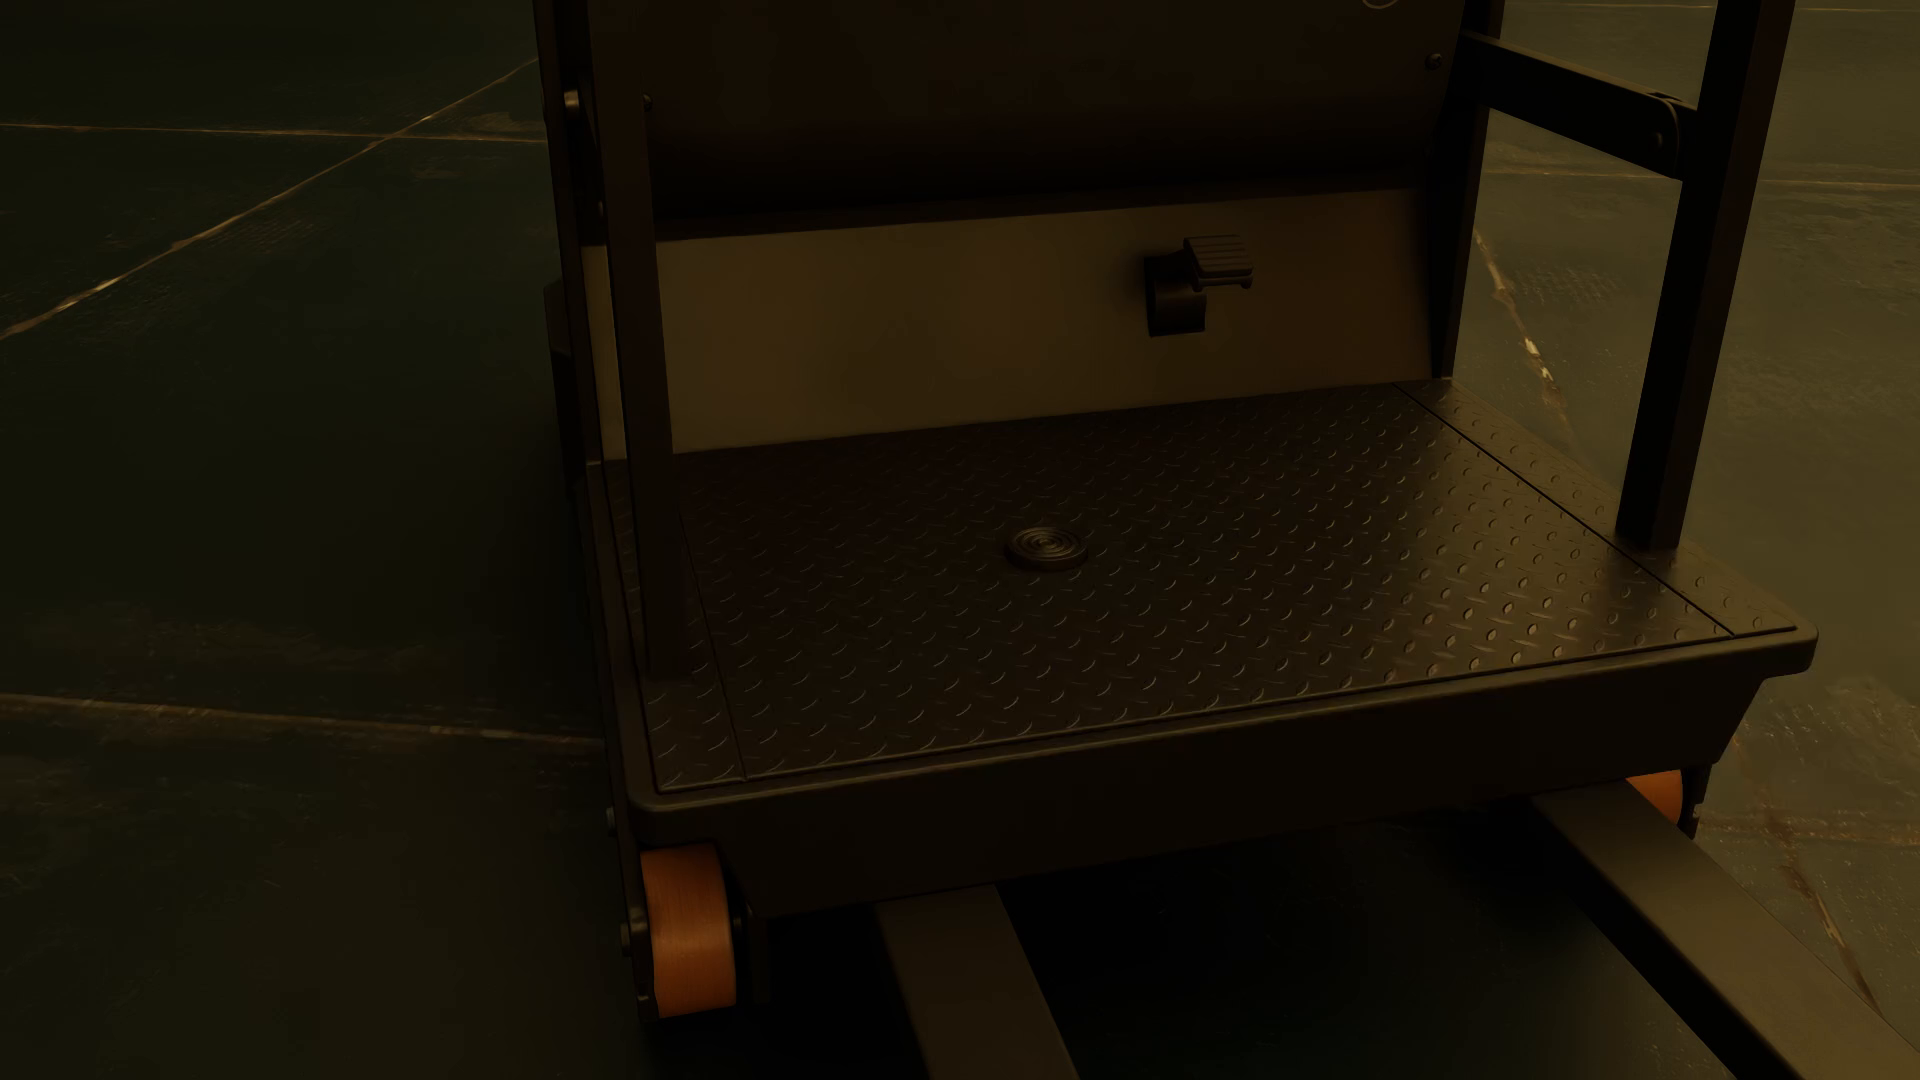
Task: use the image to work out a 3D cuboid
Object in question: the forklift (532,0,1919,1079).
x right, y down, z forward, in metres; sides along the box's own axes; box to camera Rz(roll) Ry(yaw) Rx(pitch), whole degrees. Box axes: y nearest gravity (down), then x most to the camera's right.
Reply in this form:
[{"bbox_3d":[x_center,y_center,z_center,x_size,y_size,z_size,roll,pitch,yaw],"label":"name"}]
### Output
[{"bbox_3d":[0.153,-1.049,1.319,1.130,2.935,3.031,-7,27,-13],"label":"forklift"}]
